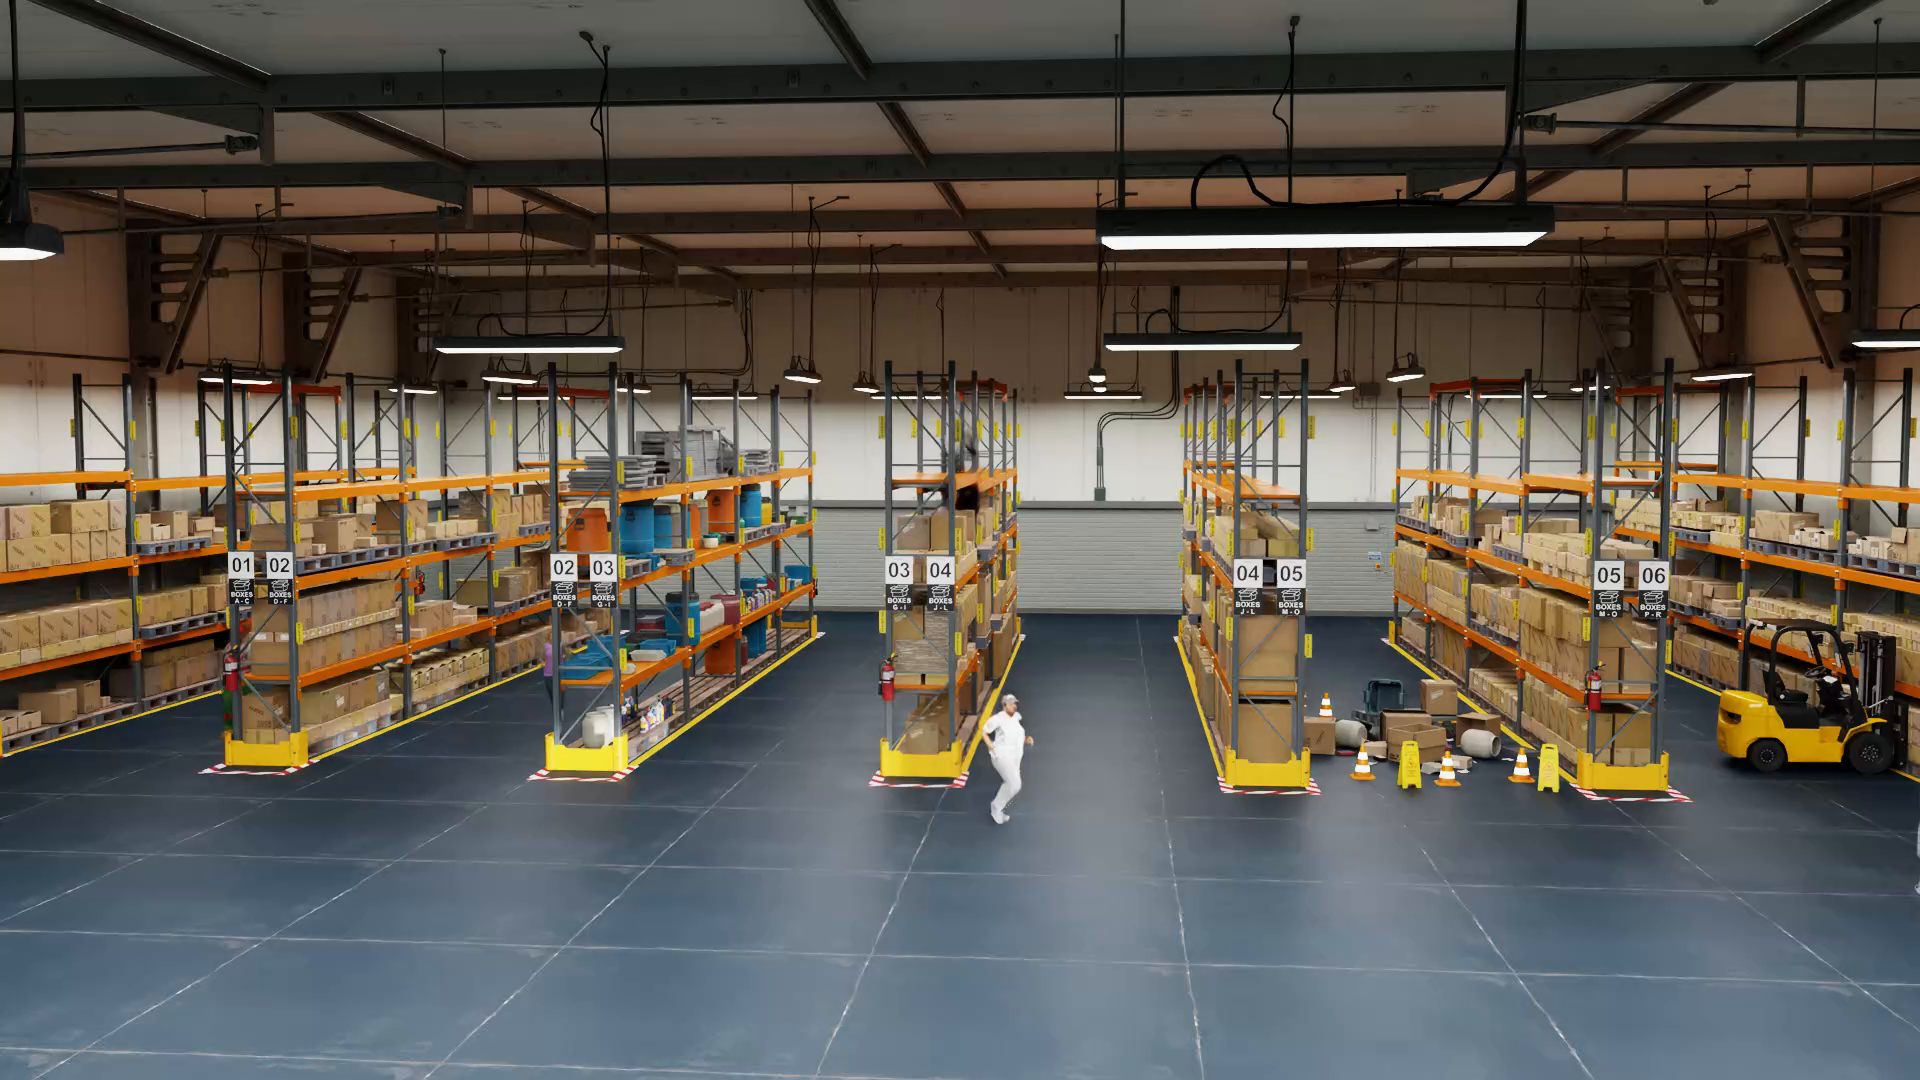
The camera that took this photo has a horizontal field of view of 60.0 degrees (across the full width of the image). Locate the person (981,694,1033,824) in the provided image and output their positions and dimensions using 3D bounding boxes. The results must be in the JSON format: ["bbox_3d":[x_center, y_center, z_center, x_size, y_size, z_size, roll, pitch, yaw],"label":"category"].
[{"bbox_3d":[0.644,2.789,21.216,0.623,1.652,0.581,4,5,44],"label":"person"}]

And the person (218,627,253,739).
[{"bbox_3d":[-11.796,2.290,27.172,0.659,1.774,1.002,0,4,3],"label":"person"}]

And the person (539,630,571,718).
[{"bbox_3d":[-6.961,2.339,28.520,0.490,1.625,0.711,0,4,-2],"label":"person"}]
